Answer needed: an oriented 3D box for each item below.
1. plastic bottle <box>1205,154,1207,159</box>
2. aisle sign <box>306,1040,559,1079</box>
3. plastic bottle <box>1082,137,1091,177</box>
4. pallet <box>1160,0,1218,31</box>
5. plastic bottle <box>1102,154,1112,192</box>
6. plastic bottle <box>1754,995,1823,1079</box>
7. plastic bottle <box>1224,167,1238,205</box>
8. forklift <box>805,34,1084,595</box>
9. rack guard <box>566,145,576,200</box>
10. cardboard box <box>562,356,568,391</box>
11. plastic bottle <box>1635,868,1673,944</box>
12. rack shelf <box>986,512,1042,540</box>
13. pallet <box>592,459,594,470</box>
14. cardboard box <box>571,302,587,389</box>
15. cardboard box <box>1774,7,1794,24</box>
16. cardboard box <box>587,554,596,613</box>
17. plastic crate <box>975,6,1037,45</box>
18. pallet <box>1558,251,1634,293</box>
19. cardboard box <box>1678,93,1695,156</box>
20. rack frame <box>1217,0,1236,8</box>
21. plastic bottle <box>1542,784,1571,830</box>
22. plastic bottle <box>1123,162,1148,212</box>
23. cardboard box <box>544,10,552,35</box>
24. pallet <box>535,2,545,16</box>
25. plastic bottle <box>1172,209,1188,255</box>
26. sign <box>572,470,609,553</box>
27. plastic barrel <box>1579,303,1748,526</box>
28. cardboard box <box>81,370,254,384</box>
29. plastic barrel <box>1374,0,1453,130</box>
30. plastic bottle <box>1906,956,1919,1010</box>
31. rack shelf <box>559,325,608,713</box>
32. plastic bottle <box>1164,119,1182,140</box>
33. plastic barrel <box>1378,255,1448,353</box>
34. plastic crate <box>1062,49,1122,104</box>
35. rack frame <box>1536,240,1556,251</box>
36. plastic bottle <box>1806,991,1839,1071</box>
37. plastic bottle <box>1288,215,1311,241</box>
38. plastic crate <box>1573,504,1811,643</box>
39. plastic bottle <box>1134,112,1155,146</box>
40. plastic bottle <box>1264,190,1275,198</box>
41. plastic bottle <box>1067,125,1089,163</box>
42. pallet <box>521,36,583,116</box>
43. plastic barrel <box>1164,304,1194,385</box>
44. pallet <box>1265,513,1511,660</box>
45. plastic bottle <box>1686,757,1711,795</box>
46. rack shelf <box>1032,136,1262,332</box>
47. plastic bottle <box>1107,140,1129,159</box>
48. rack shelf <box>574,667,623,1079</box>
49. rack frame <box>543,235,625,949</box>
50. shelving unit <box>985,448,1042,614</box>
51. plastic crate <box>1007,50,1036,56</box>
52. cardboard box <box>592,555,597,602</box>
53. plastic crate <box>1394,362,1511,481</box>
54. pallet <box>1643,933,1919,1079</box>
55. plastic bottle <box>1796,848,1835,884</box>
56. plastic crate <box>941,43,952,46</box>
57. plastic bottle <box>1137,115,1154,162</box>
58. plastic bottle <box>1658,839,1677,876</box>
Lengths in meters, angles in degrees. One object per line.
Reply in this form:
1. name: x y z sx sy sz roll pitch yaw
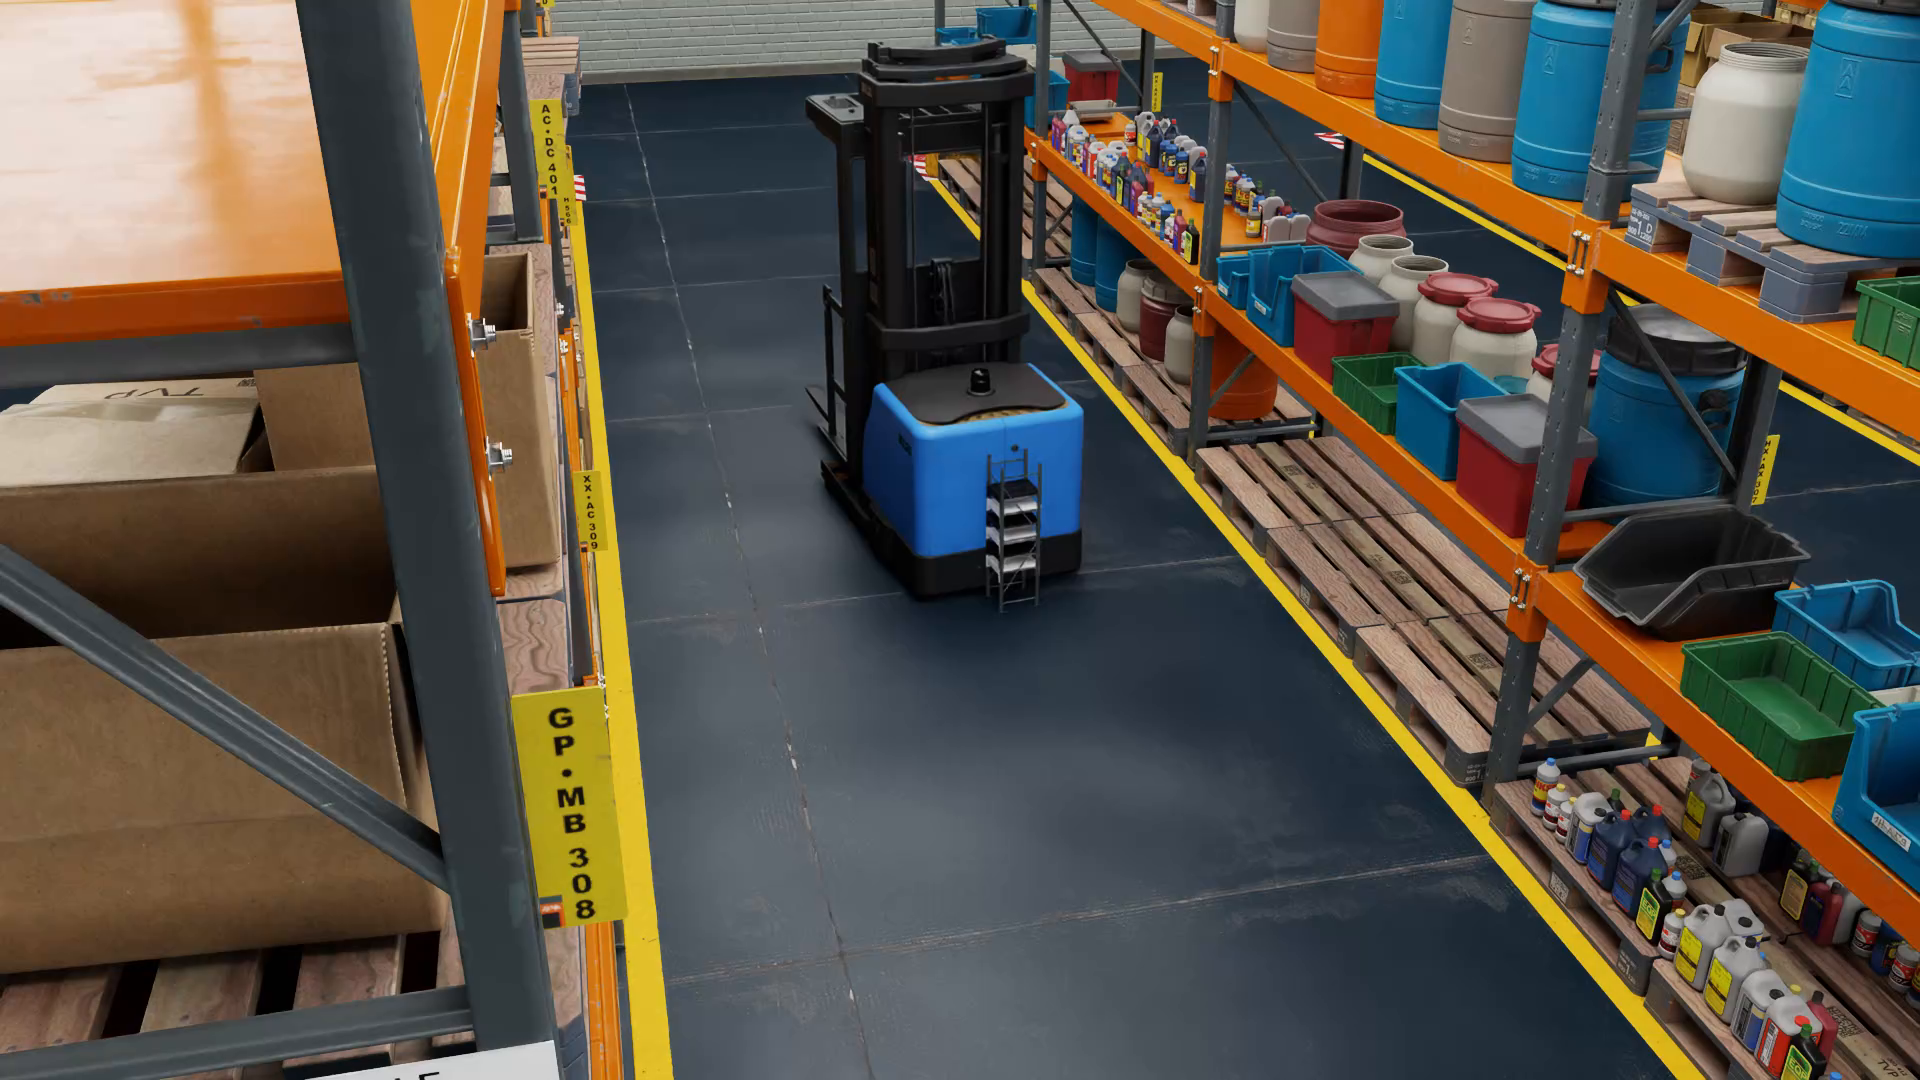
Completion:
1. plastic bottle: 1.840 -2.785 12.582 0.097 0.271 0.097 0 27 0
2. aisle sign: -0.676 0.968 2.117 0.394 0.787 0.004 -6 27 -12
3. plastic bottle: 1.001 -2.992 12.978 0.061 0.283 0.133 -6 27 -12
4. pallet: 1.958 -3.483 10.702 1.003 0.211 1.213 -6 27 -12
5. plastic bottle: 1.127 -2.777 12.565 0.097 0.271 0.097 0 27 0
6. plastic bottle: 2.967 1.774 5.940 0.152 0.276 0.135 -6 27 -11
7. plastic bottle: 1.993 -2.608 12.231 0.097 0.271 0.097 0 27 0
8. forklift: -0.272 -1.640 10.246 1.130 2.935 3.031 -9 28 -18
9. rack guard: -4.578 -3.744 17.112 1.175 0.500 0.348 -6 27 -12
10. cardboard box: -2.320 -0.902 8.987 0.380 0.149 0.250 -6 27 -12
11. plastic bottle: 2.753 1.446 6.582 0.061 0.283 0.133 -5 27 -9
12. rack shelf: 0.300 -0.098 9.319 0.258 0.077 0.200 -9 28 -18
13. pallet: -2.923 -0.467 10.942 1.003 0.211 1.213 -6 27 -12
14. cardboard box: -2.970 -1.369 11.919 0.500 0.500 0.500 -7 28 -13
15. cardboard box: 9.666 -6.069 19.223 0.380 0.149 0.250 -6 27 -12
16. cardboard box: -2.088 0.283 8.323 0.500 0.311 0.500 -5 27 -10
17. plastic crate: 0.490 -5.309 17.333 0.616 0.435 0.499 -6 27 -12
18. pallet: 6.206 -2.565 15.098 1.003 0.211 1.213 -6 27 -12
19. cardboard box: 6.167 -3.292 13.332 0.500 0.500 0.500 -5 27 -11
20. rack frame: 2.035 -4.560 9.298 1.000 3.000 0.127 -6 27 -12
21. plastic bottle: 2.604 1.156 7.249 0.097 0.201 0.097 0 27 0
22. plastic bottle: 1.275 -2.570 12.068 0.144 0.351 0.185 -6 27 -12
23. cardboard box: -3.642 -4.090 13.803 0.500 0.500 0.500 -7 28 -13
24. pallet: -3.378 -3.644 11.019 1.213 0.211 1.003 -6 27 -12
25. plastic bottle: 1.476 -2.066 11.143 0.061 0.283 0.133 -6 27 -12
26. sign: -1.350 -0.104 6.078 0.100 0.325 0.005 -6 27 -12
27. plastic barrel: 3.145 -0.550 7.455 0.600 0.901 0.708 -6 27 -12
28. cardboard box: -1.642 -0.524 3.895 0.797 0.503 0.637 -3 27 -6
29. plastic barrel: 2.316 -2.464 7.918 0.600 0.901 0.708 -6 27 -12
30. plastic bottle: 3.633 1.630 6.232 0.097 0.271 0.097 0 27 0
31. rack shelf: -2.341 -0.182 8.079 1.077 0.370 4.000 -6 27 -12
32. plastic bottle: 1.701 -3.165 13.246 0.144 0.351 0.185 -6 27 -12
33. plastic barrel: 2.570 -1.317 9.407 0.421 0.512 0.421 0 27 0
34. plastic crate: 1.177 -4.111 14.928 0.402 0.464 0.583 -6 27 -12
35. rack frame: 5.959 -4.141 15.126 1.000 3.000 0.127 -6 27 -12
36. plastic bottle: 3.070 1.760 5.961 0.061 0.283 0.133 -6 27 -12
37. plastic bottle: 2.252 -2.050 11.119 0.152 0.276 0.135 -6 27 -12
38. plastic crate: 2.931 0.144 6.704 0.767 0.338 0.504 -6 27 -12
39. plastic bottle: 1.537 -3.443 13.879 0.152 0.276 0.135 -6 27 -12
40. plastic bottle: 2.162 -2.319 11.646 0.061 0.283 0.133 -6 27 -12
41. plastic bottle: 0.949 -3.180 13.360 0.152 0.276 0.135 -6 27 -12
42. pallet: -2.552 -2.347 8.451 1.213 0.211 1.003 -5 27 -9
43. plastic barrel: 1.694 -1.411 12.011 0.421 0.512 0.421 0 27 0
44. pallet: 2.443 0.241 9.538 1.003 0.211 1.213 -6 27 -12
45. plastic bottle: 3.322 1.054 7.449 0.097 0.201 0.097 0 27 0
46. rack shelf: 1.584 -2.439 12.552 1.077 0.370 4.000 -6 27 -12
47. plastic bottle: 1.224 -2.950 12.903 0.152 0.276 0.135 -6 27 -12
48. rack shelf: -1.440 1.574 4.600 1.077 0.370 4.000 -6 27 -12
49. rack frame: -1.890 0.375 6.178 1.000 3.000 0.127 -6 27 -12
50. shelving unit: 0.300 -0.047 9.345 0.258 0.900 0.210 -9 28 -18
51. plastic crate: 0.644 -4.835 16.726 0.396 0.136 0.243 -6 27 -12
52. cardboard box: -2.205 0.312 8.887 0.500 0.250 0.500 -5 27 -10
53. plastic crate: 2.385 -0.572 8.071 0.392 0.384 0.575 -6 27 -12
54. pallet: 3.326 1.954 6.144 1.003 0.211 1.213 -6 27 -12
55. plastic bottle: 3.478 1.340 6.719 0.144 0.351 0.185 -6 27 -12
56. plastic crate: -0.041 -5.012 17.077 0.250 0.136 0.298 -6 27 -12
57. plastic bottle: 1.519 -3.231 13.378 0.144 0.351 0.185 -6 27 -12
58. plastic bottle: 2.864 1.343 6.799 0.097 0.271 0.097 0 27 0
